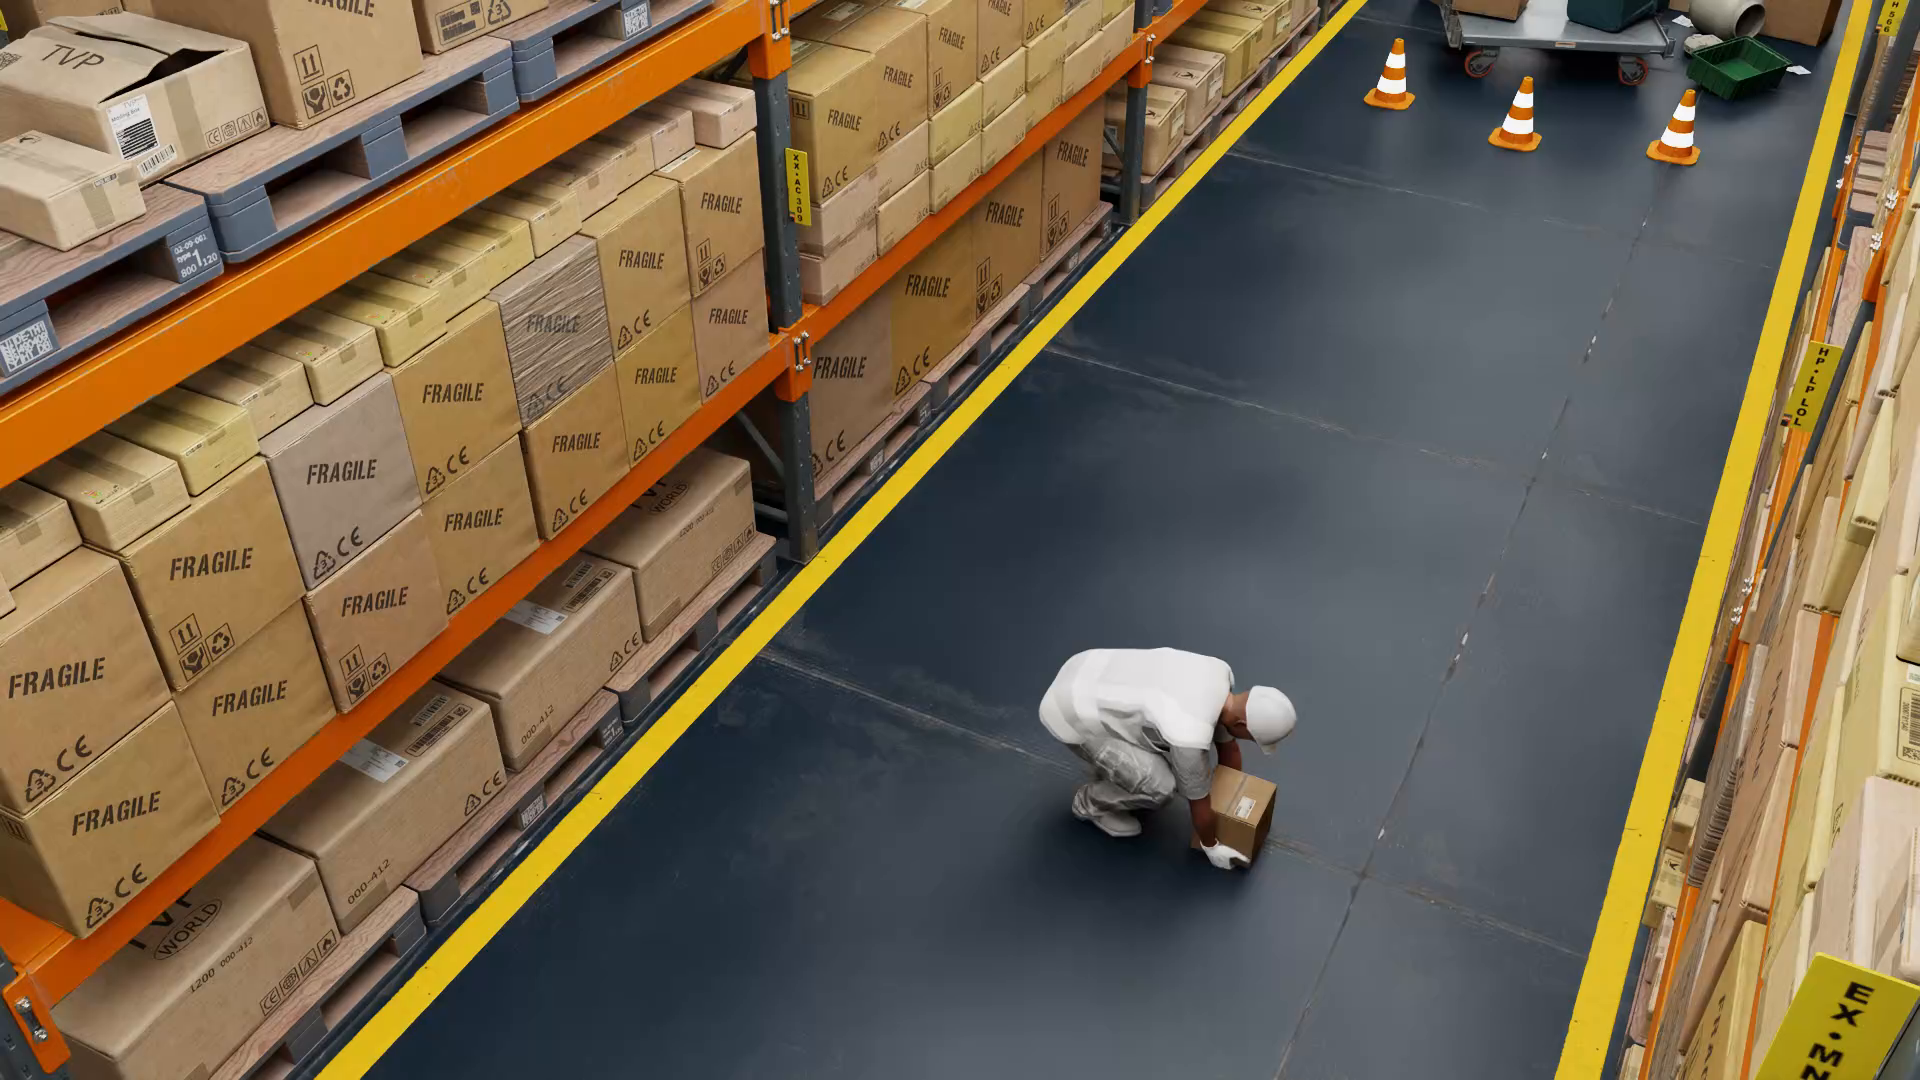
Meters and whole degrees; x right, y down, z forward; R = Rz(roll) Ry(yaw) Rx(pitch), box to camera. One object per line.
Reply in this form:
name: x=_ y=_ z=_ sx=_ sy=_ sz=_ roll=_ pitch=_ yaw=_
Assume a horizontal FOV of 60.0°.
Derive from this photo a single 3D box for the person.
person: x=0.806 y=0.798 z=6.542 sx=0.971 sy=0.807 sz=0.560 roll=17 pitch=41 yaw=20
